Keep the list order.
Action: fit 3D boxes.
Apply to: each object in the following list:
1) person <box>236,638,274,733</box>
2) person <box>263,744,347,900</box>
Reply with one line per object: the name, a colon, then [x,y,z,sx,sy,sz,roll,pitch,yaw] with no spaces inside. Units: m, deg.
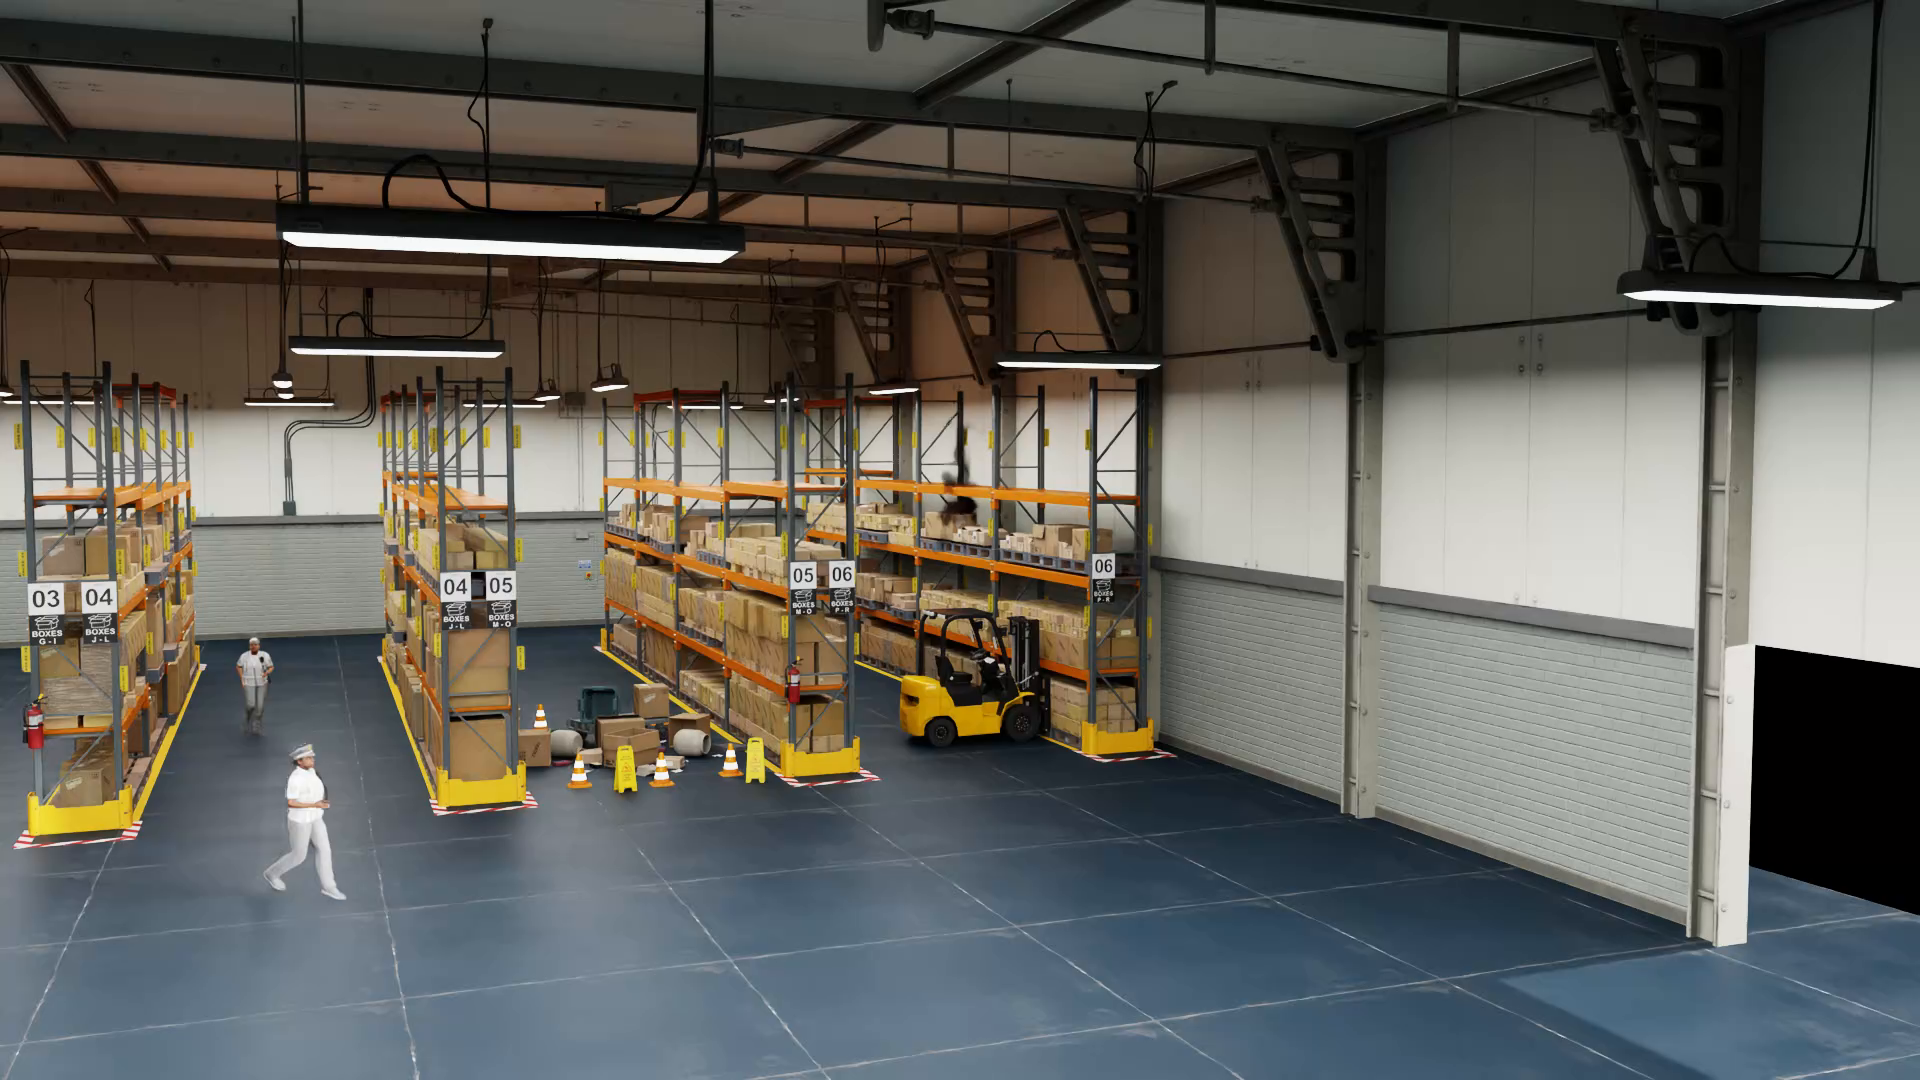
person: [-11.984,2.485,28.308,0.587,1.621,0.575,-2,4,-26]
person: [-7.139,3.064,18.087,0.924,1.711,0.579,1,3,11]
